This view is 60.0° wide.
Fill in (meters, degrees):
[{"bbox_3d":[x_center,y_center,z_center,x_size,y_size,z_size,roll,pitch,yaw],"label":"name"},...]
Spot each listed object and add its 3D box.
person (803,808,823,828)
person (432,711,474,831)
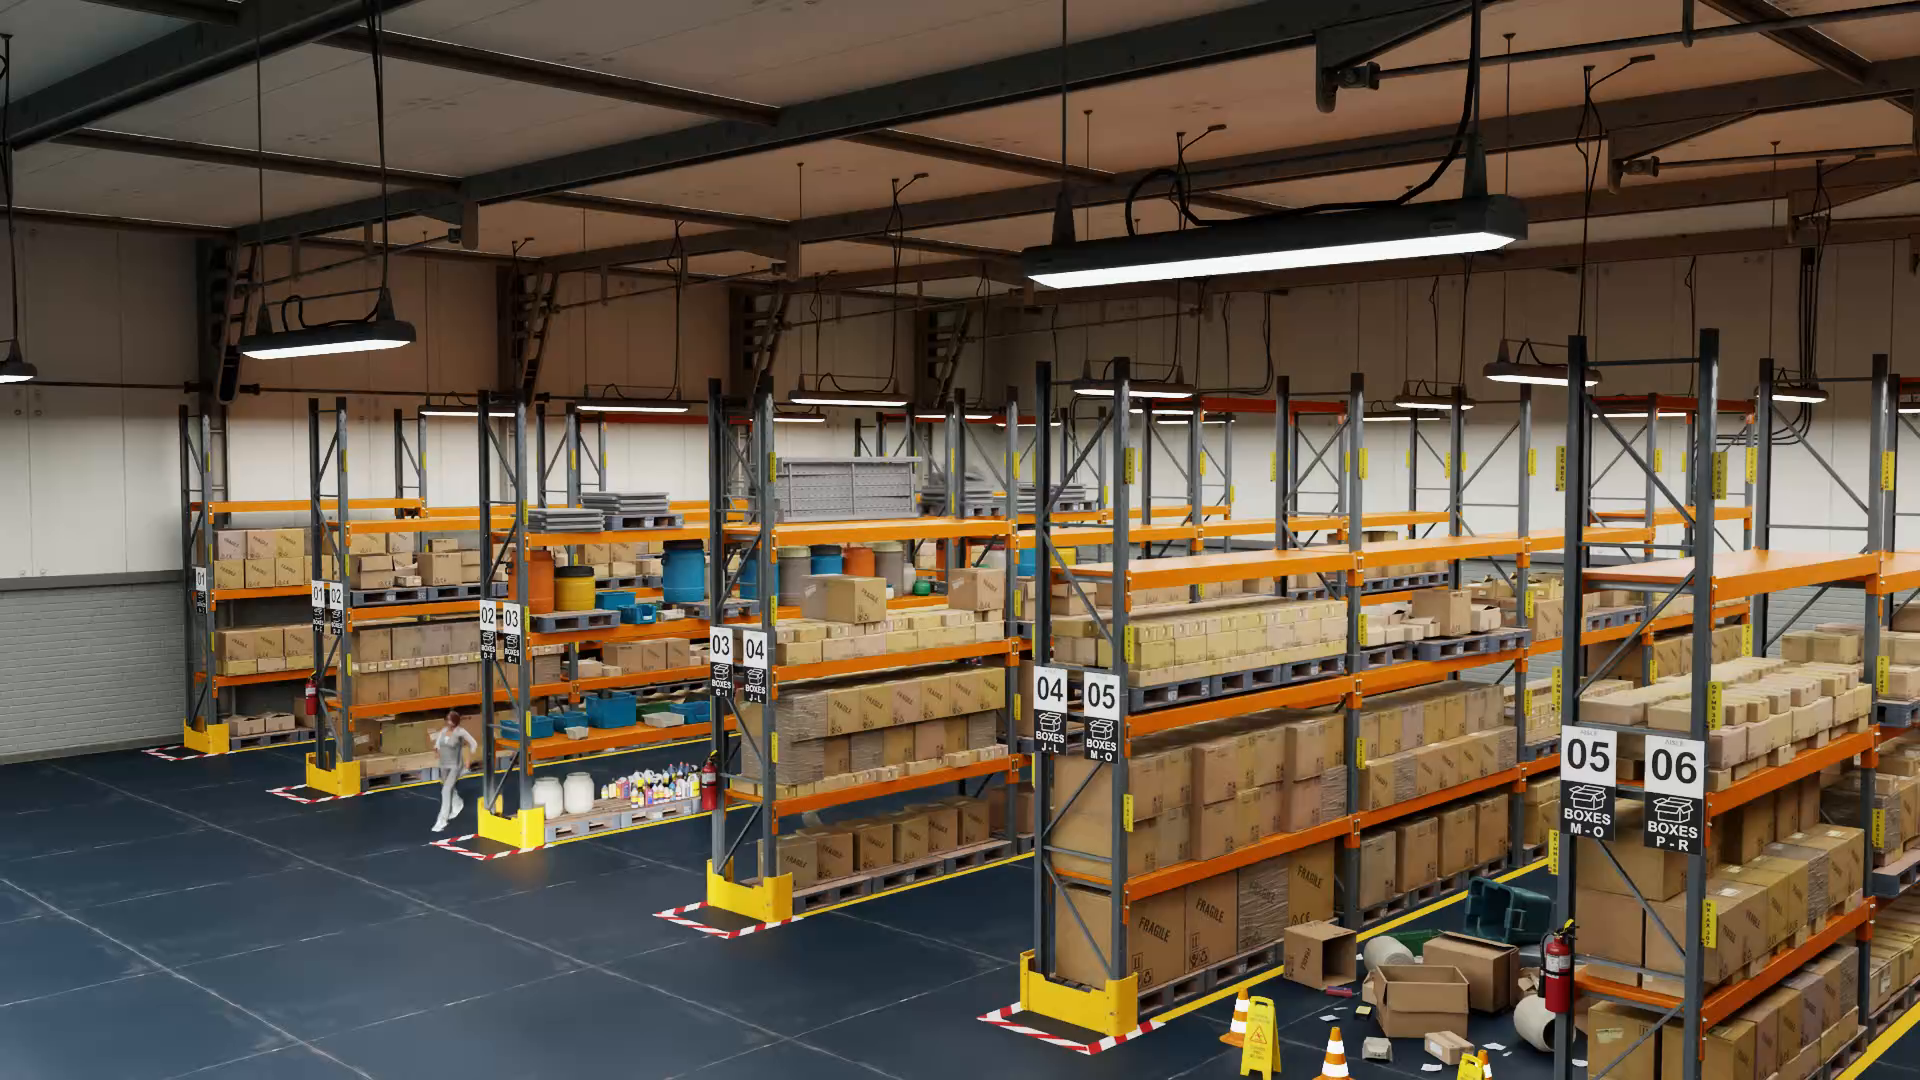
[{"bbox_3d":[-1.871,3.234,21.263,0.459,1.384,0.571,3,4,41],"label":"person"},{"bbox_3d":[-6.978,3.148,22.941,0.555,1.608,0.803,1,3,20],"label":"person"}]
